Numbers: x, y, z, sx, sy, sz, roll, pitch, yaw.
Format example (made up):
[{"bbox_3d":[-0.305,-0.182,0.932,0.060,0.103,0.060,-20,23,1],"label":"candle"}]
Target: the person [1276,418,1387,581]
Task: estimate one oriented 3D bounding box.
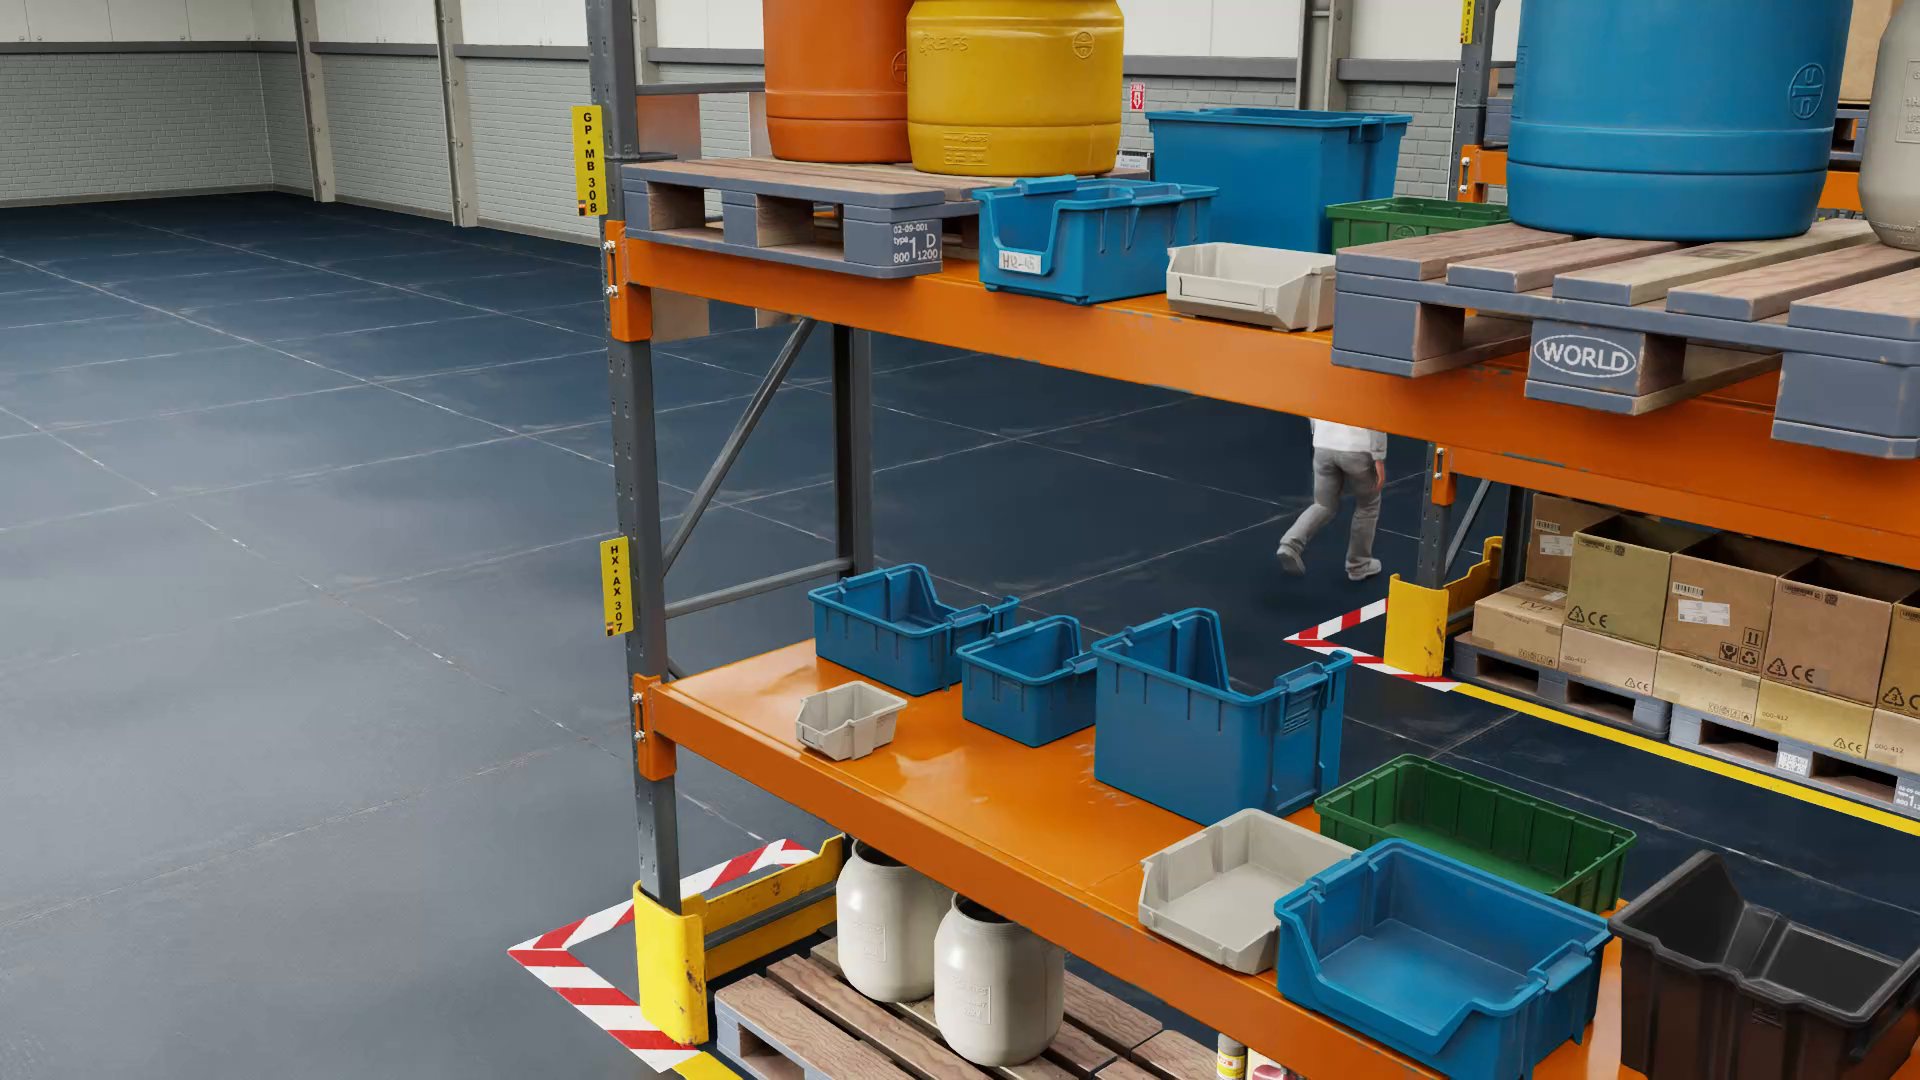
[{"bbox_3d":[2.370,-0.559,10.316,0.840,1.745,0.576,-16,24,-42],"label":"person"}]
